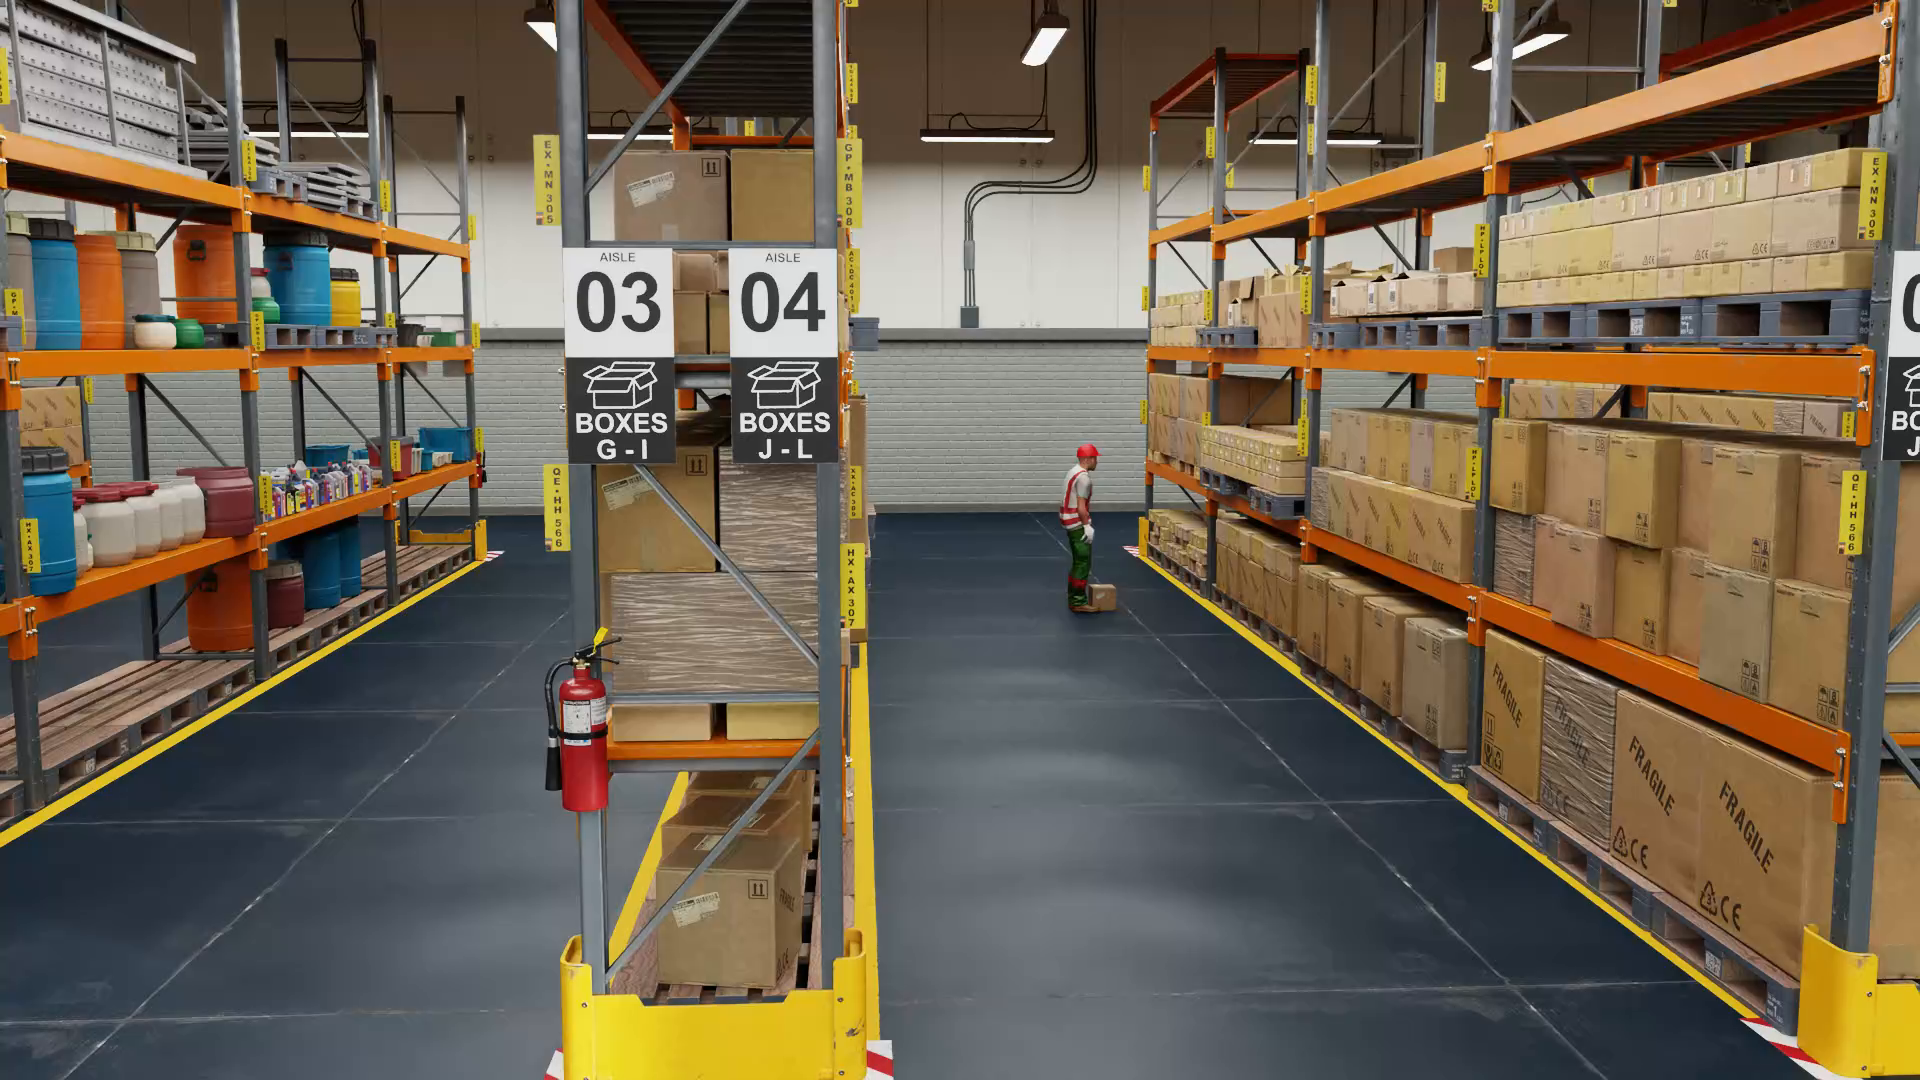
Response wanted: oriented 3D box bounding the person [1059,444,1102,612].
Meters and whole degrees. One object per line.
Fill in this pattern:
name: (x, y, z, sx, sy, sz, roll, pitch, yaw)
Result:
person: (1.305, -0.136, 17.824, 0.453, 1.778, 0.615, -1, 7, -7)
